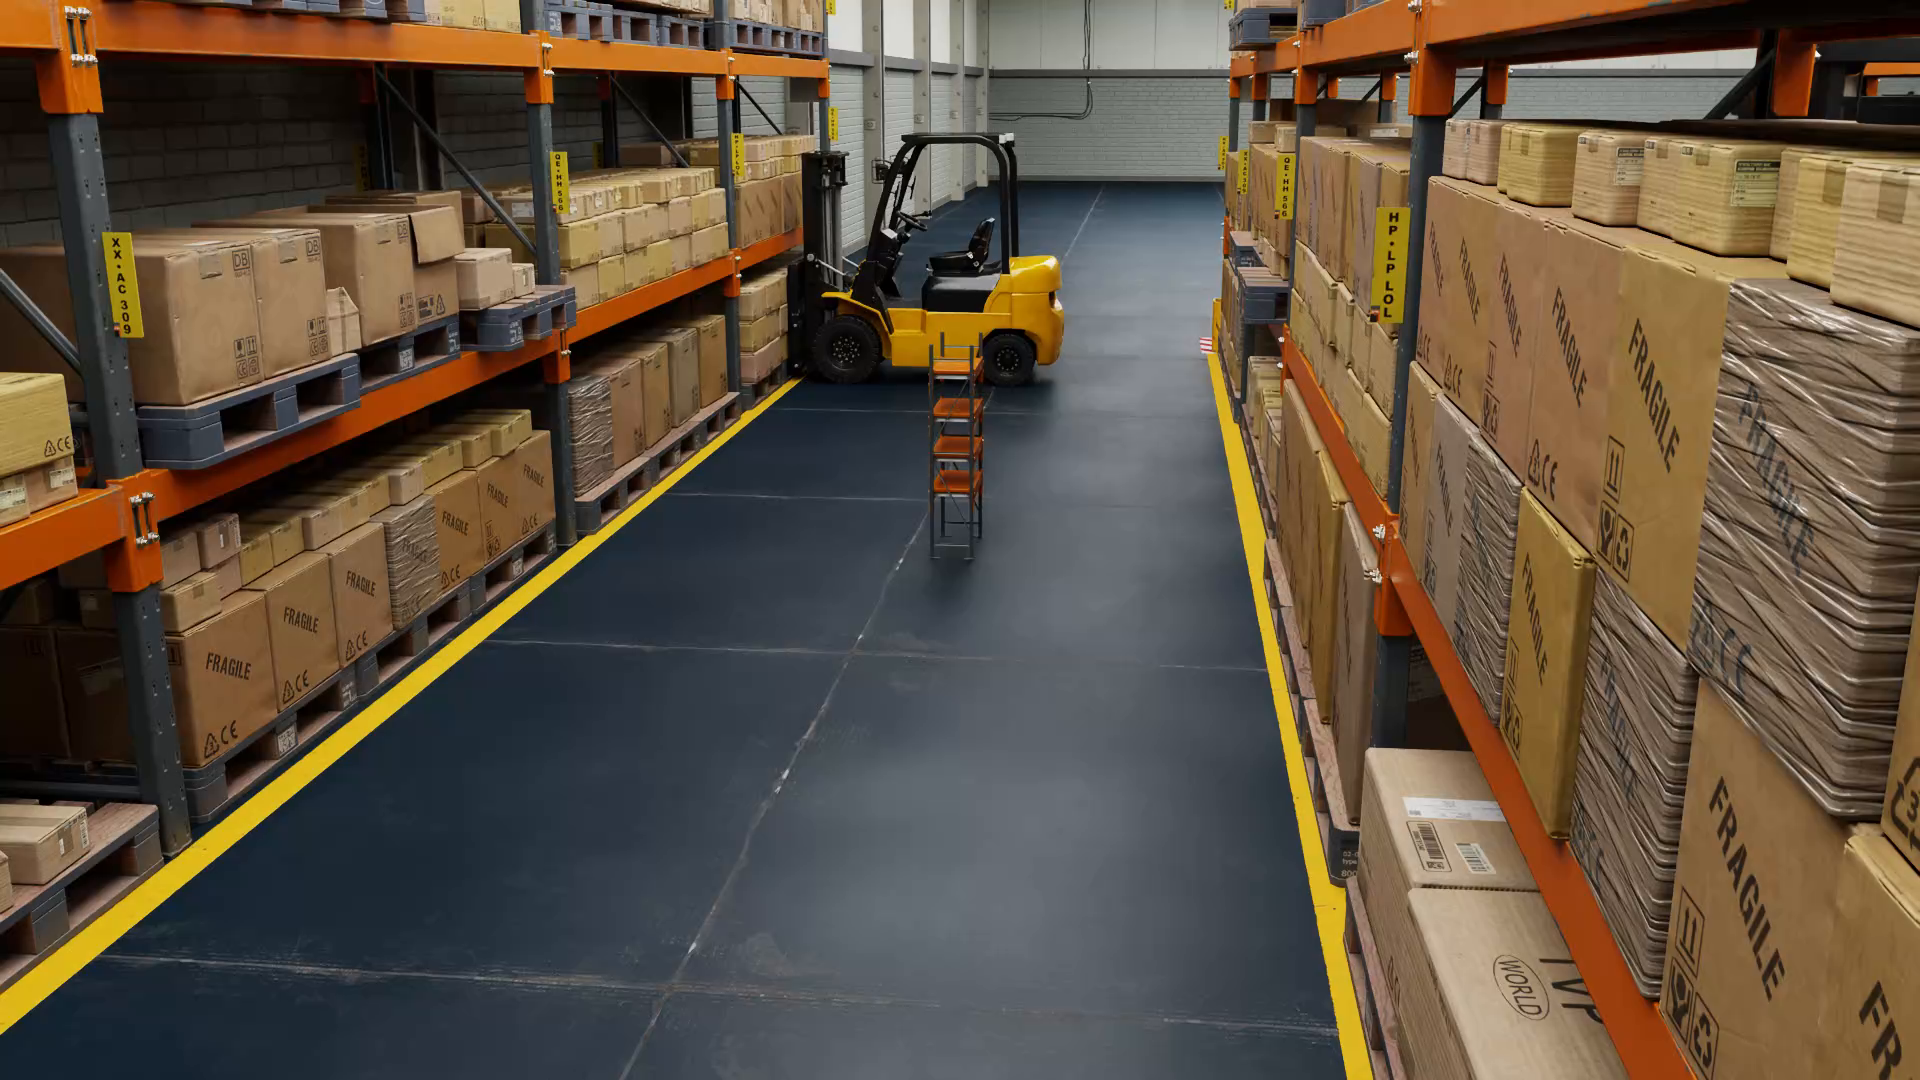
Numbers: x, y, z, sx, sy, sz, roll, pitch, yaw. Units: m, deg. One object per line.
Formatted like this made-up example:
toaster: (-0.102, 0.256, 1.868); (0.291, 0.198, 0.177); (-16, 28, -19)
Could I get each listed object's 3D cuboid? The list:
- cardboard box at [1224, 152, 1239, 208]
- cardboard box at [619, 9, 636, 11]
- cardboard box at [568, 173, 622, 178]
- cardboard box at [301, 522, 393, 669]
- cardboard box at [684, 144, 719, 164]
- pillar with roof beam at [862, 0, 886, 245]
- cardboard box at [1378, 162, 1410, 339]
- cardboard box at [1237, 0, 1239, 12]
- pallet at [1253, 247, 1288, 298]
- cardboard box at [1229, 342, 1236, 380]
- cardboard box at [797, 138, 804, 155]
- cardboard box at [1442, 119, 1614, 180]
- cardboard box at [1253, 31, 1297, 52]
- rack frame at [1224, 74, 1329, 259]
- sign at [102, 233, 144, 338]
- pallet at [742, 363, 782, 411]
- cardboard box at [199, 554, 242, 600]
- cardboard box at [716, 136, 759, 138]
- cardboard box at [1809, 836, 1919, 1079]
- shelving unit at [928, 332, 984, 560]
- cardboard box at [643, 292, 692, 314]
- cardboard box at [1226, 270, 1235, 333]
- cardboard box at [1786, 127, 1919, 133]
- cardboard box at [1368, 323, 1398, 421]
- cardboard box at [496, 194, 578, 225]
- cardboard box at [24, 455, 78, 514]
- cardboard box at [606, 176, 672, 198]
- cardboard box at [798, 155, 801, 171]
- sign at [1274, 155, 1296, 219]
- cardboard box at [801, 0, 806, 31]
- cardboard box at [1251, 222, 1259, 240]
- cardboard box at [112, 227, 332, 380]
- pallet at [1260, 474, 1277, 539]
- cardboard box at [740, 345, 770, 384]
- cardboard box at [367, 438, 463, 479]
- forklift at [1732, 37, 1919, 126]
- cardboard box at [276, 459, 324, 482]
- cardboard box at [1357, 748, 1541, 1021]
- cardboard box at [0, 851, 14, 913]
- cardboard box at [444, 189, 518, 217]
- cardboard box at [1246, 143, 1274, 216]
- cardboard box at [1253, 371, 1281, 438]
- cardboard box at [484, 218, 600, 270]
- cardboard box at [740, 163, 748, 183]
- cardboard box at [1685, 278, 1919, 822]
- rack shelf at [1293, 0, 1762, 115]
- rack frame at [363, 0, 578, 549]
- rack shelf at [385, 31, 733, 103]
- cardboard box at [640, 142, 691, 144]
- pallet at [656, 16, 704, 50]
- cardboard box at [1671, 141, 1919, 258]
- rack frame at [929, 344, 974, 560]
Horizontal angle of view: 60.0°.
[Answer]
cardboard box: (2.795, -3.437, 15.866); (0.500, 0.500, 0.500); (1, 15, 5)
cardboard box: (-2.460, -3.763, 11.569); (0.380, 0.149, 0.250); (2, 15, 6)
cardboard box: (-2.632, -2.545, 11.892); (0.380, 0.149, 0.250); (2, 15, 6)
cardboard box: (-2.774, 0.224, 7.070); (0.500, 0.500, 0.500); (1, 15, 5)
cardboard box: (-2.007, -3.118, 13.442); (0.380, 0.149, 0.250); (2, 15, 7)
pillar with roof beam: (2.849, -9.233, 26.567); (9.100, 9.000, 0.400); (2, 15, 6)
cardboard box: (1.571, -0.902, 5.144); (0.500, 0.500, 0.500); (2, 15, 8)
cardboard box: (2.677, -4.794, 14.851); (0.380, 0.149, 0.250); (2, 15, 6)
pallet: (2.404, -1.707, 10.597); (1.003, 0.211, 1.213); (2, 15, 6)
cardboard box: (2.522, -1.498, 13.918); (0.500, 0.250, 0.500); (1, 15, 5)
cardboard box: (-1.660, -3.644, 15.389); (0.380, 0.149, 0.250); (2, 15, 8)
cardboard box: (1.476, -1.018, 4.329); (0.380, 0.149, 0.250); (1, 15, 5)
cardboard box: (2.404, -3.740, 12.483); (0.380, 0.149, 0.250); (2, 15, 7)
rack frame: (3.124, -3.360, 16.342); (1.000, 3.000, 0.127); (2, 15, 6)
sign: (-2.623, -0.797, 5.204); (0.100, 0.325, 0.005); (2, 15, 6)
pallet: (-2.129, -1.327, 14.165); (1.003, 0.211, 1.213); (2, 15, 6)
cardboard box: (-2.904, 0.138, 6.145); (0.380, 0.149, 0.250); (1, 15, 5)
cardboard box: (-2.138, -3.794, 15.941); (0.380, 0.149, 0.250); (2, 15, 7)
cardboard box: (1.110, 0.608, 1.474); (0.500, 0.500, 0.500); (2, 15, 7)
shelving unit: (-0.019, -0.536, 9.347); (0.258, 1.200, 0.503); (2, 15, 6)
cardboard box: (-2.397, -1.959, 13.709); (0.500, 0.250, 0.500); (2, 15, 7)
cardboard box: (2.636, -2.125, 14.799); (0.500, 0.500, 0.500); (2, 15, 7)
cardboard box: (1.872, -0.741, 3.306); (0.380, 0.149, 0.250); (2, 15, 6)
cardboard box: (1.578, -0.538, 5.236); (0.500, 0.250, 0.500); (2, 15, 6)
cardboard box: (-2.383, -1.866, 9.382); (0.380, 0.149, 0.250); (2, 15, 8)
cardboard box: (-2.948, -0.182, 5.068); (0.380, 0.149, 0.250); (2, 15, 7)
cardboard box: (-2.193, -2.402, 11.364); (0.380, 0.149, 0.250); (2, 15, 7)
cardboard box: (-1.681, -3.501, 15.430); (0.380, 0.149, 0.250); (1, 15, 4)
sign: (1.681, -1.819, 8.578); (0.100, 0.325, 0.005); (2, 15, 6)
cardboard box: (-1.629, -4.850, 15.366); (0.396, 0.266, 0.258); (2, 15, 6)
cardboard box: (2.259, -2.206, 11.749); (0.380, 0.149, 0.250); (2, 15, 7)
cardboard box: (-2.827, -0.897, 6.237); (0.700, 0.500, 0.500); (2, 15, 7)
pallet: (2.311, -0.142, 9.782); (1.003, 0.211, 1.213); (2, 15, 6)
cardboard box: (-1.876, -1.459, 13.774); (0.500, 0.250, 0.500); (2, 15, 7)
cardboard box: (-2.664, -0.398, 8.130); (0.380, 0.149, 0.250); (2, 15, 8)
forklift: (5.073, -1.517, 9.657); (1.130, 2.935, 3.031); (2, 15, 7)
cardboard box: (-3.173, -0.277, 7.680); (0.380, 0.149, 0.250); (2, 15, 7)
cardboard box: (1.592, 0.946, 4.521); (0.875, 0.438, 0.875); (1, 15, 5)
cardboard box: (-2.974, 0.970, 4.762); (0.396, 0.266, 0.258); (2, 15, 8)
cardboard box: (-2.867, -2.019, 9.947); (0.380, 0.149, 0.250); (2, 15, 6)
cardboard box: (2.335, -2.604, 11.980); (0.500, 0.500, 0.500); (2, 15, 8)
cardboard box: (2.538, -0.934, 11.600); (0.950, 0.372, 0.625); (3, 15, 10)
cardboard box: (-2.394, -1.707, 9.556); (0.500, 0.250, 0.500); (2, 15, 6)
cardboard box: (-1.935, -2.971, 13.470); (0.380, 0.149, 0.250); (2, 15, 8)
cardboard box: (1.166, -0.010, 1.844); (0.500, 0.500, 0.500); (2, 15, 6)
rack shelf: (1.995, -1.867, 6.453); (1.077, 0.370, 4.000); (2, 15, 6)
rack frame: (-2.711, -1.430, 9.206); (1.000, 3.000, 0.127); (2, 15, 6)
rack shelf: (-2.486, -3.050, 10.826); (1.077, 0.370, 4.000); (2, 15, 6)
cardboard box: (-2.472, -3.264, 13.983); (0.380, 0.149, 0.250); (1, 15, 5)
pallet: (-2.347, -3.594, 11.828); (0.805, 0.209, 1.217); (1, 15, 4)
cardboard box: (1.249, -0.486, 2.363); (0.380, 0.149, 0.250); (2, 15, 8)
rack frame: (-0.046, -0.473, 9.113); (0.240, 1.200, 0.015); (2, 15, 6)
